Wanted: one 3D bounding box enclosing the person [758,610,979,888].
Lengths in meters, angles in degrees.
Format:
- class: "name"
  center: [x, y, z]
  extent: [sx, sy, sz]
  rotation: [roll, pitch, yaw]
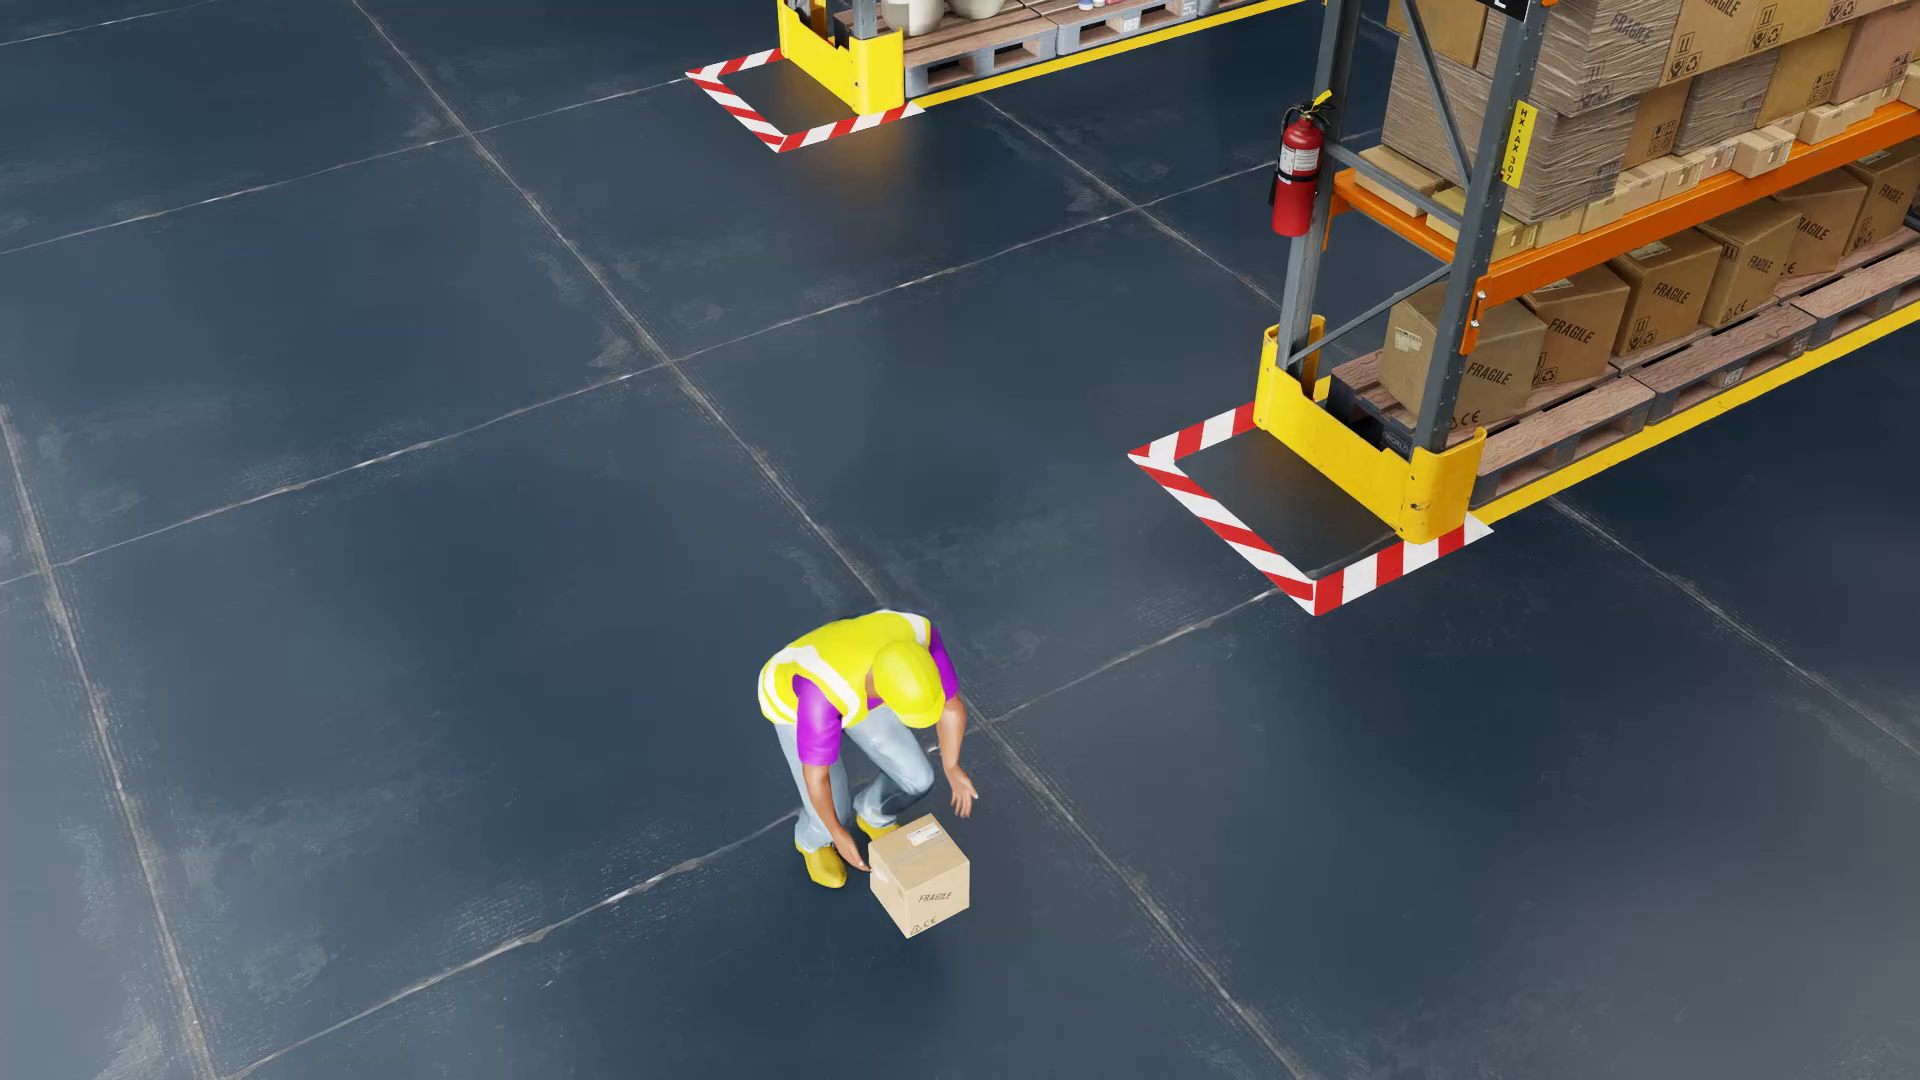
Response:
- class: "person"
  center: [-0.325, 0.669, 5.726]
  extent: [0.628, 1.288, 0.813]
  rotation: [-22, 45, -24]
